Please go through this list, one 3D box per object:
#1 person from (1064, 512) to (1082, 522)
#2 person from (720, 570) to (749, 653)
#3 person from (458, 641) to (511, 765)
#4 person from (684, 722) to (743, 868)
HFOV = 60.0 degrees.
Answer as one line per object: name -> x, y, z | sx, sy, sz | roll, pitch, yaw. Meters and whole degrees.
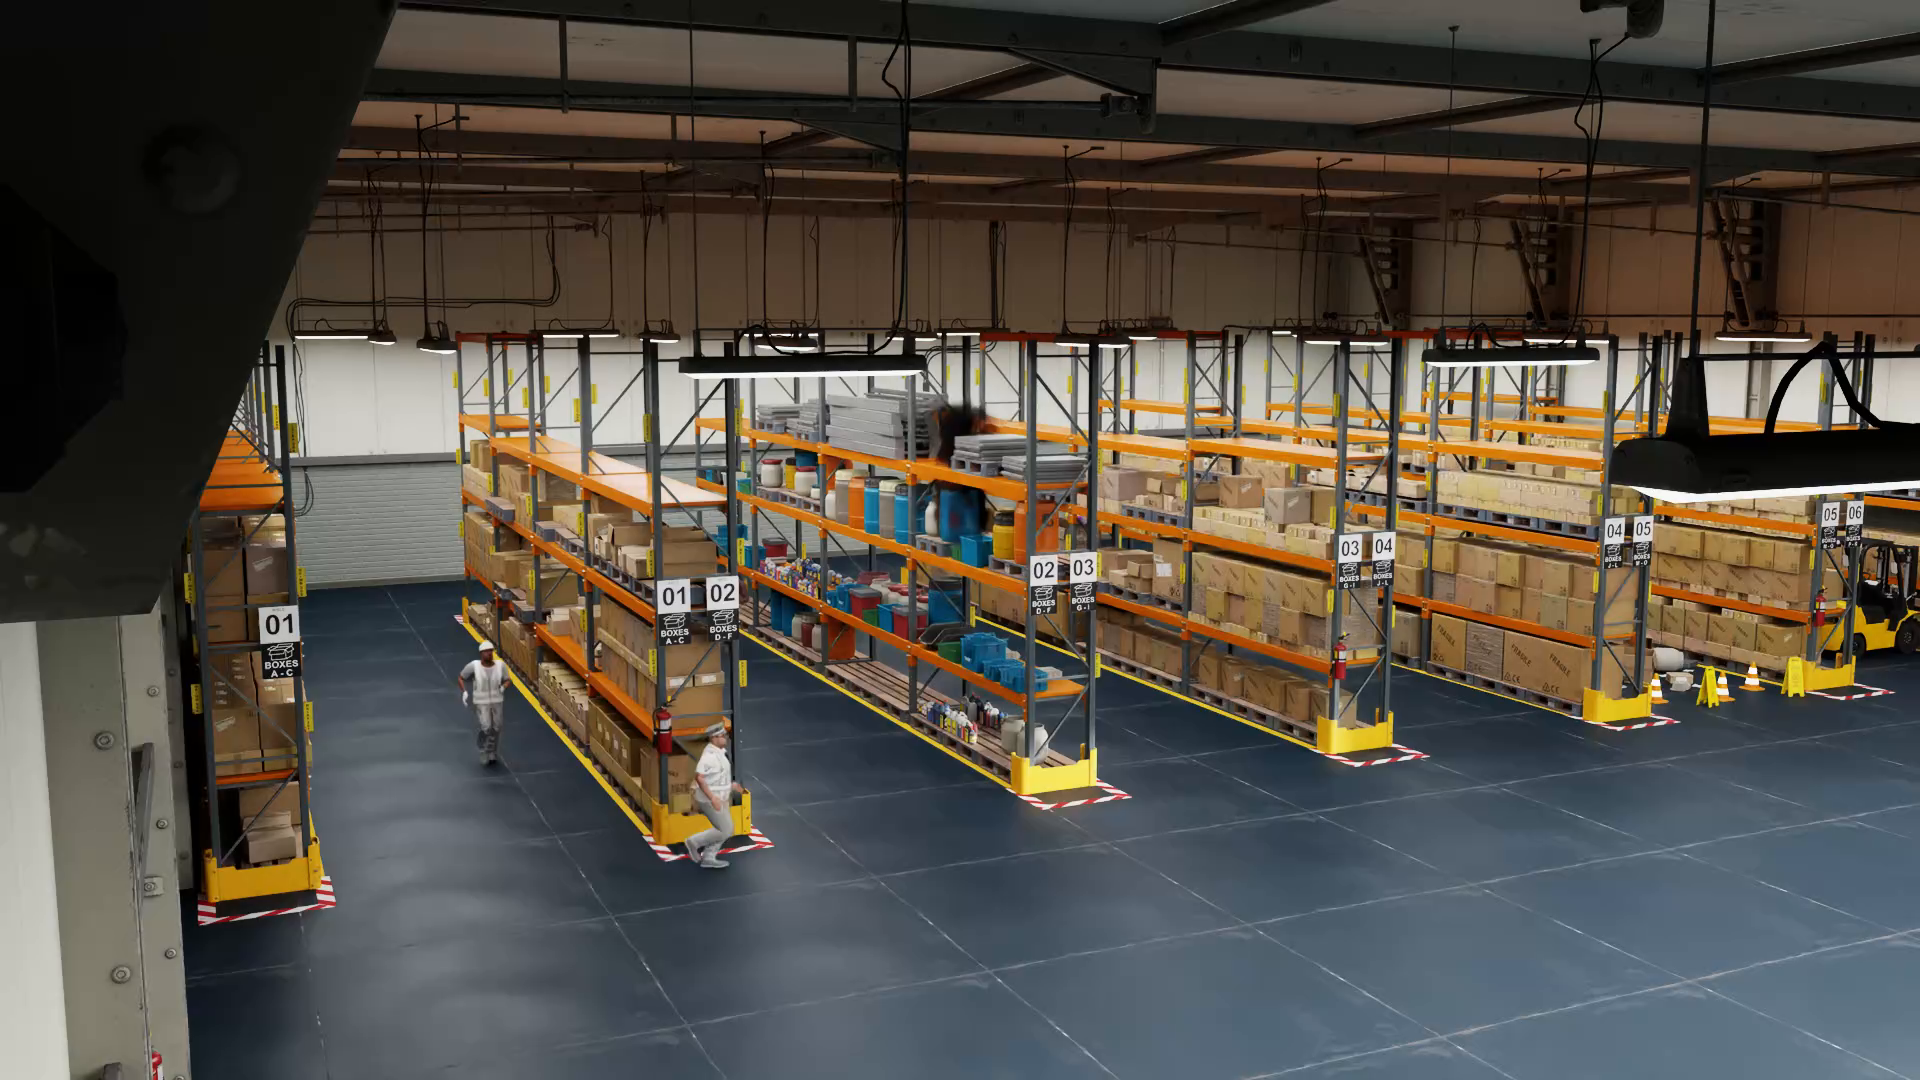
person -> 2.749, -0.068, 41.145 | 0.714, 1.780, 0.792 | 7, 10, 41
person -> -4.250, 1.336, 30.598 | 0.740, 1.732, 0.965 | 0, 8, 1
person -> -6.640, 2.303, 23.395 | 0.683, 1.757, 0.668 | -4, 9, -30
person -> -2.824, 2.925, 19.030 | 0.635, 1.717, 0.650 | 0, 8, 3
